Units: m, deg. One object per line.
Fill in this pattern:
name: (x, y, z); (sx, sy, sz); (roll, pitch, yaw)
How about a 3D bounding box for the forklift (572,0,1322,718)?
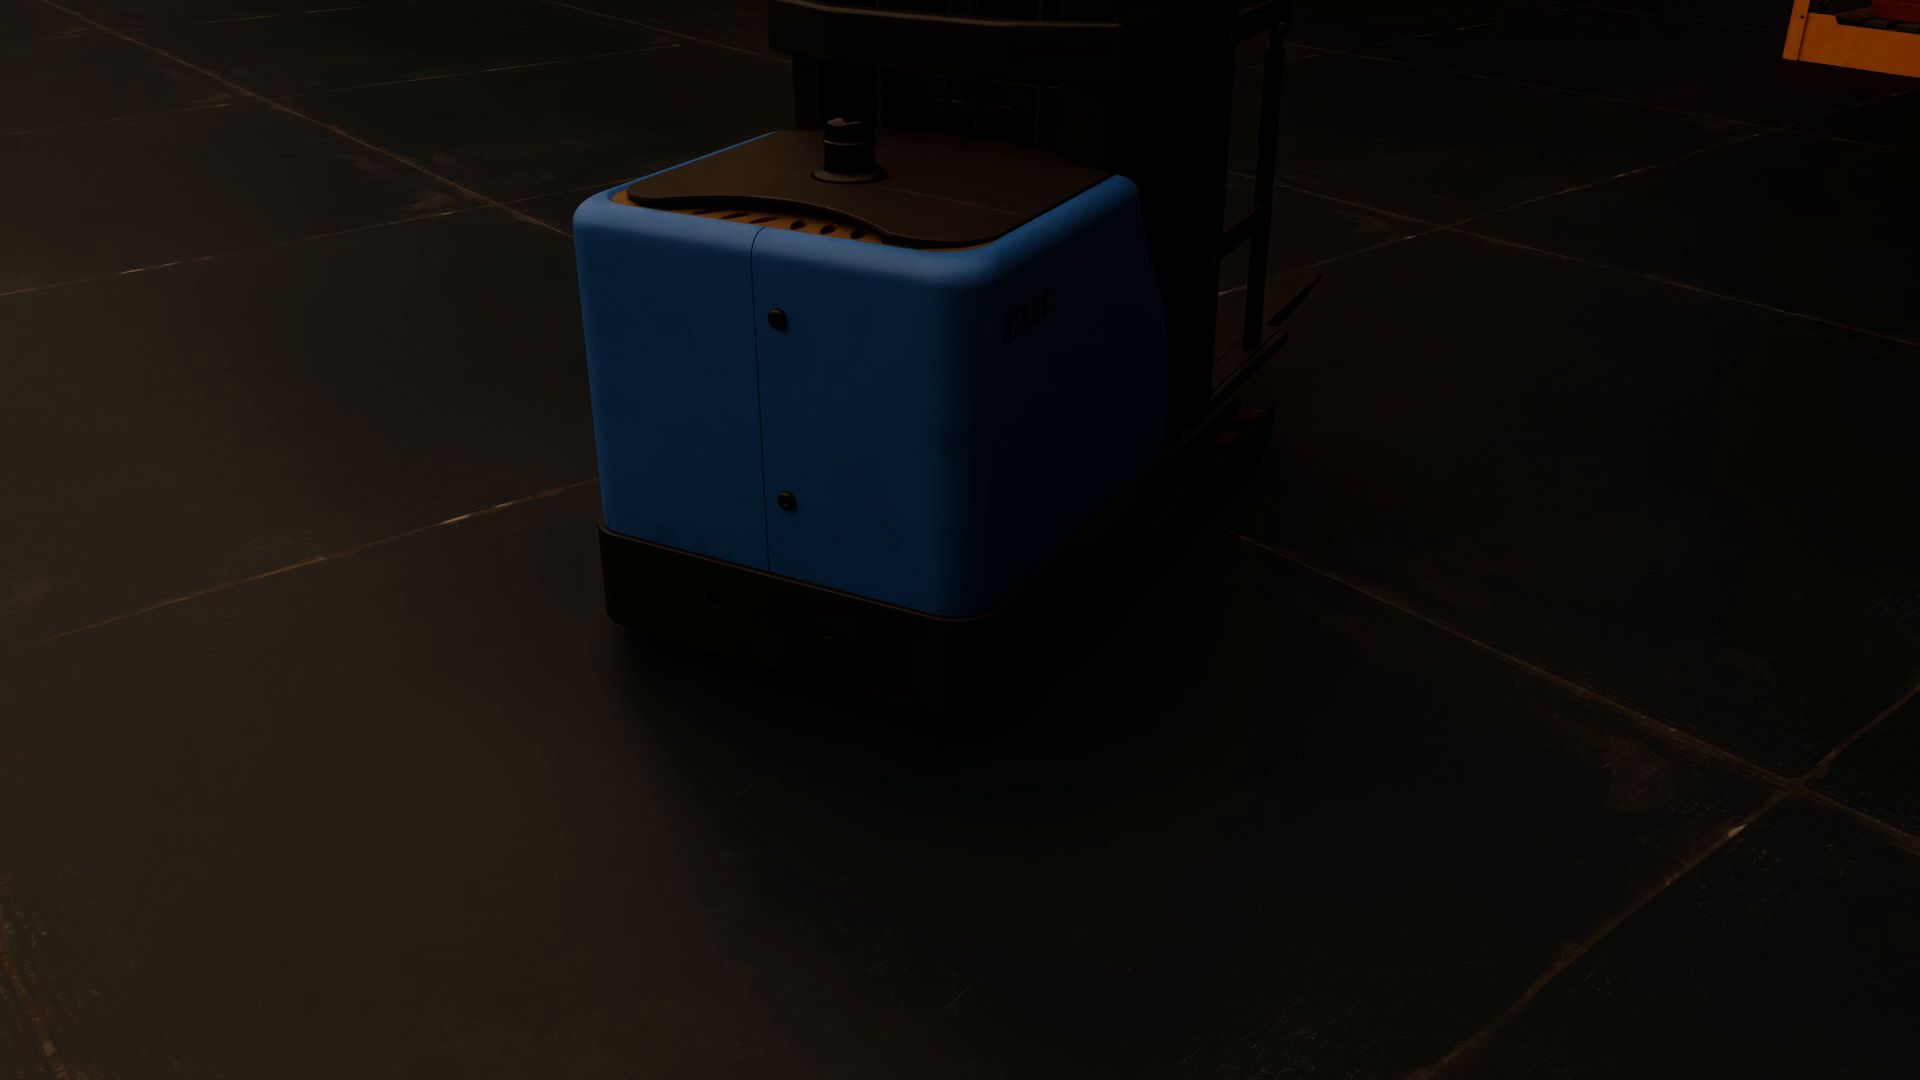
forklift: (0.285, -1.552, 4.331); (1.130, 2.935, 3.031); (13, 29, 25)
